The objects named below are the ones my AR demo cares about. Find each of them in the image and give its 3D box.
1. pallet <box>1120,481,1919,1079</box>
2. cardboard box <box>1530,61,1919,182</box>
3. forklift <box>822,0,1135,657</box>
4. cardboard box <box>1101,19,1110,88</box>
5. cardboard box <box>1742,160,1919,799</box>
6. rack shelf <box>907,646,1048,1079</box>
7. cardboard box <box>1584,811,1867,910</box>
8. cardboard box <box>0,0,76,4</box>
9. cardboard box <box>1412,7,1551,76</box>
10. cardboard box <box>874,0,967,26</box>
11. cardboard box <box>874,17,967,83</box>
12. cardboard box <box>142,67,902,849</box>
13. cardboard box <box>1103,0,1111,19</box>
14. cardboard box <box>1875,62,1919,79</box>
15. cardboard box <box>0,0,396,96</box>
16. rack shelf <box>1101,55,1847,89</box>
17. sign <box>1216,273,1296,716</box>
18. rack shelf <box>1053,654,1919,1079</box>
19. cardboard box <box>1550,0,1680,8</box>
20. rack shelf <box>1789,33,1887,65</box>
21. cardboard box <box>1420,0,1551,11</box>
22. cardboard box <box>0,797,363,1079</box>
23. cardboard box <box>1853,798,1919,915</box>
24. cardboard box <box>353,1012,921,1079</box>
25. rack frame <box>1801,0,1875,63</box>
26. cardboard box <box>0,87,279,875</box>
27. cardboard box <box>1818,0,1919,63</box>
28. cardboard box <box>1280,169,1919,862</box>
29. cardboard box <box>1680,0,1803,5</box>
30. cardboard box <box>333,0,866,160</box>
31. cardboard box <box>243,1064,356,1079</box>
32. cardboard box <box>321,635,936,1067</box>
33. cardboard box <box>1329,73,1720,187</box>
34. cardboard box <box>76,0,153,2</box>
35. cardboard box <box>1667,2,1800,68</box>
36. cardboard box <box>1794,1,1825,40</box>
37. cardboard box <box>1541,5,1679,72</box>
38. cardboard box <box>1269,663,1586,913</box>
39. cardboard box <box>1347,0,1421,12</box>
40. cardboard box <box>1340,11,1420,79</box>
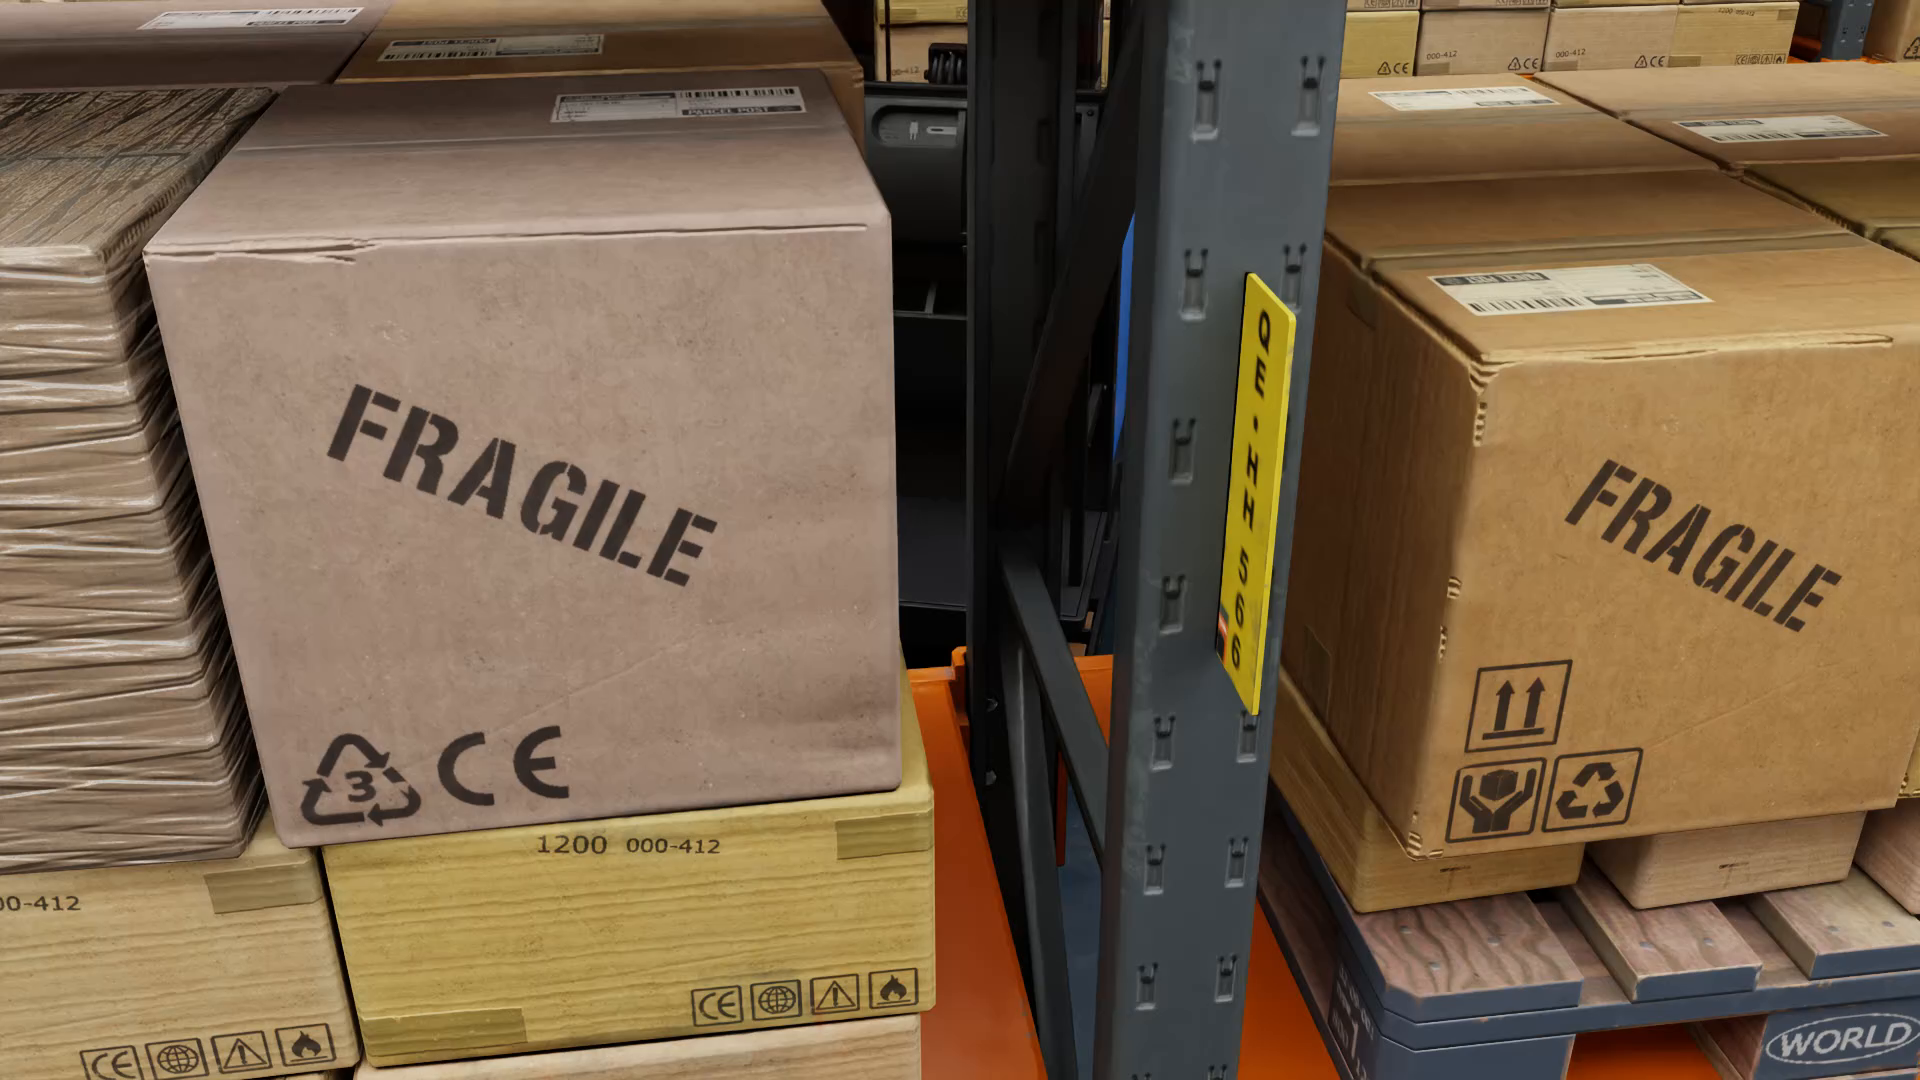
[{"bbox_3d":[0.831,0.226,2.233,1.003,0.211,1.213,-4,27,-7],"label":"pallet"},{"bbox_3d":[1.062,-0.322,2.195,0.500,0.500,0.500,-4,27,-8],"label":"cardboard box"},{"bbox_3d":[-0.112,-1.023,4.532,1.130,2.935,3.031,5,28,9],"label":"forklift"},{"bbox_3d":[0.417,-1.890,6.312,0.500,0.250,0.500,-4,27,-8],"label":"cardboard box"},{"bbox_3d":[1.133,-0.089,1.743,0.500,0.500,0.500,-2,27,-4],"label":"cardboard box"},{"bbox_3d":[-1.840,0.682,1.923,4.000,0.370,1.077,-4,27,-7],"label":"rack shelf"},{"bbox_3d":[0.772,0.220,1.850,0.250,0.149,0.380,-5,28,-10],"label":"cardboard box"},{"bbox_3d":[-3.087,-1.797,5.653,0.258,0.266,0.396,-2,27,-5],"label":"cardboard box"},{"bbox_3d":[1.950,-1.994,6.515,0.500,0.250,0.500,-4,27,-7],"label":"cardboard box"},{"bbox_3d":[-0.078,-2.071,6.118,0.500,0.250,0.500,-4,27,-7],"label":"cardboard box"},{"bbox_3d":[-0.082,-1.860,6.254,0.500,0.250,0.500,-4,27,-7],"label":"cardboard box"},{"bbox_3d":[-0.335,-0.104,1.461,0.500,0.500,0.500,-4,27,-9],"label":"cardboard box"},{"bbox_3d":[0.414,-2.114,6.201,0.500,0.250,0.500,-3,27,-5],"label":"cardboard box"},{"bbox_3d":[1.562,-0.354,2.259,0.500,0.500,0.500,-6,28,-11],"label":"cardboard box"},{"bbox_3d":[-0.872,-0.298,1.840,0.500,0.500,0.500,-4,27,-7],"label":"cardboard box"},{"bbox_3d":[1.425,-1.816,6.792,4.000,0.370,1.077,-4,27,-7],"label":"rack shelf"},{"bbox_3d":[0.221,-0.030,1.254,0.005,0.325,0.100,-4,27,-7],"label":"sign"},{"bbox_3d":[2.121,0.427,2.419,4.000,0.370,1.077,-4,27,-7],"label":"rack shelf"},{"bbox_3d":[2.447,-2.236,6.439,0.500,0.250,0.500,-4,27,-8],"label":"cardboard box"},{"bbox_3d":[5.386,-2.071,7.288,4.000,0.370,1.077,-4,27,-7],"label":"rack shelf"},{"bbox_3d":[1.940,-2.207,6.381,0.500,0.250,0.500,-3,27,-6],"label":"cardboard box"},{"bbox_3d":[-0.811,0.259,1.576,0.500,0.250,0.500,-4,27,-8],"label":"cardboard box"},{"bbox_3d":[1.050,0.224,1.844,0.250,0.149,0.380,-5,28,-10],"label":"cardboard box"},{"bbox_3d":[-0.325,0.451,1.750,0.500,0.250,0.500,-5,28,-9],"label":"cardboard box"},{"bbox_3d":[3.406,-2.263,6.876,0.127,3.000,1.000,-4,27,-7],"label":"rack frame"},{"bbox_3d":[-0.842,-0.067,1.391,0.500,0.500,0.500,-3,27,-6],"label":"cardboard box"},{"bbox_3d":[3.882,-2.218,6.678,0.500,0.500,0.500,-4,27,-9],"label":"cardboard box"},{"bbox_3d":[0.618,-0.053,1.672,0.500,0.500,0.500,-4,27,-9],"label":"cardboard box"},{"bbox_3d":[2.955,-2.272,6.510,0.500,0.250,0.500,-4,27,-8],"label":"cardboard box"},{"bbox_3d":[-0.382,-0.334,1.910,0.500,0.500,0.500,-5,28,-9],"label":"cardboard box"},{"bbox_3d":[-0.828,0.490,1.673,0.500,0.250,0.500,-3,27,-6],"label":"cardboard box"},{"bbox_3d":[-0.304,0.225,1.643,0.500,0.250,0.500,-4,27,-7],"label":"cardboard box"},{"bbox_3d":[0.551,-0.284,2.122,0.500,0.500,0.500,-4,27,-9],"label":"cardboard box"},{"bbox_3d":[-2.716,-1.999,5.790,0.500,0.500,0.700,-4,27,-7],"label":"cardboard box"},{"bbox_3d":[2.943,-2.046,6.617,0.500,0.250,0.500,-3,27,-6],"label":"cardboard box"},{"bbox_3d":[3.813,-2.459,7.147,0.500,0.500,0.500,-4,27,-7],"label":"cardboard box"},{"bbox_3d":[2.446,-2.012,6.550,0.500,0.250,0.500,-4,27,-7],"label":"cardboard box"},{"bbox_3d":[0.488,0.223,1.845,0.250,0.149,0.380,-5,28,-10],"label":"cardboard box"},{"bbox_3d":[1.437,-2.183,6.335,0.500,0.250,0.500,-3,27,-6],"label":"cardboard box"},{"bbox_3d":[1.440,-1.958,6.444,0.500,0.250,0.500,-3,27,-5],"label":"cardboard box"}]
